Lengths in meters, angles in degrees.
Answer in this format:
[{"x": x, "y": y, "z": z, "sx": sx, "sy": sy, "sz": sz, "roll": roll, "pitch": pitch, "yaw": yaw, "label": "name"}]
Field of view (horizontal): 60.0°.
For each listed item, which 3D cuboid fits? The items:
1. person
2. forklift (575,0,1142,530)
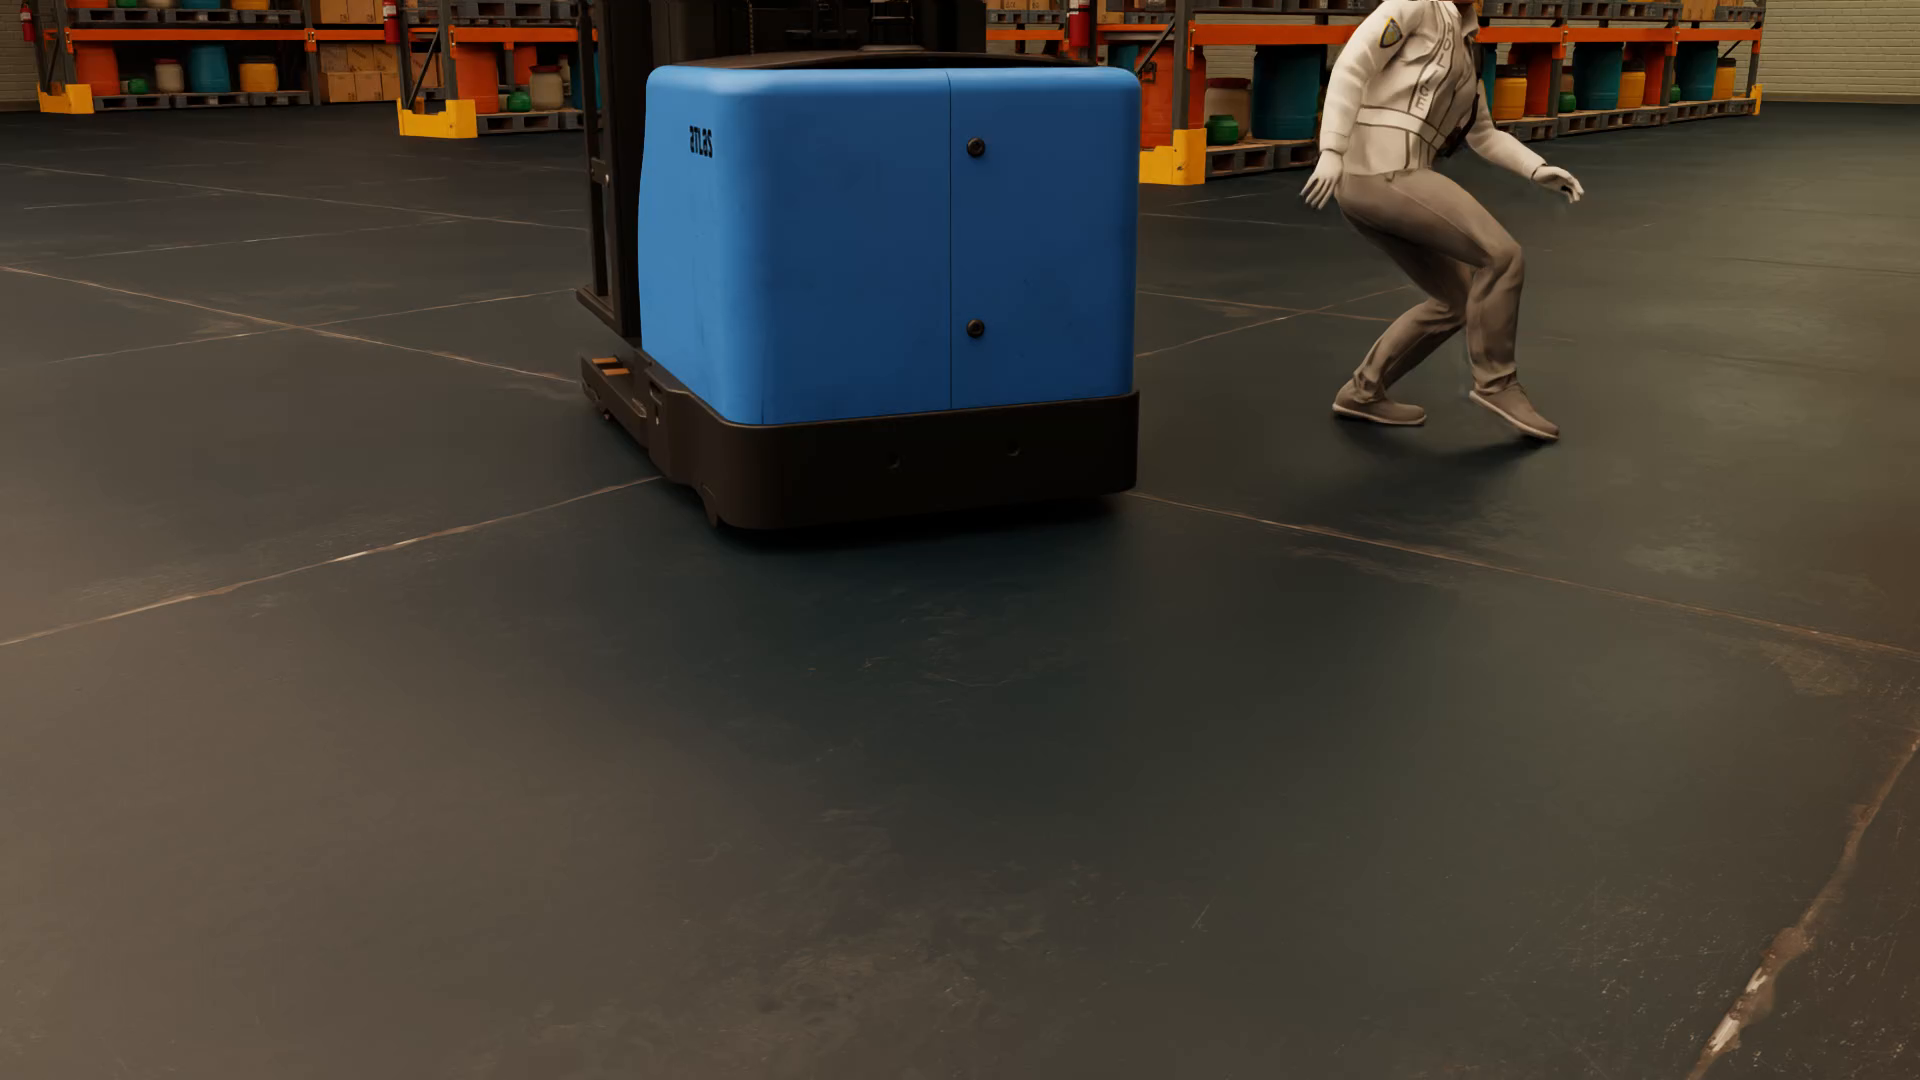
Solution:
[{"x": 1.405, "y": -1.023, "z": 4.775, "sx": 0.729, "sy": 1.502, "sz": 0.700, "roll": 7, "pitch": 18, "yaw": 22, "label": "person"}, {"x": -0.573, "y": -1.811, "z": 4.862, "sx": 1.130, "sy": 2.935, "sz": 3.031, "roll": -7, "pitch": 18, "yaw": -21, "label": "forklift"}]
